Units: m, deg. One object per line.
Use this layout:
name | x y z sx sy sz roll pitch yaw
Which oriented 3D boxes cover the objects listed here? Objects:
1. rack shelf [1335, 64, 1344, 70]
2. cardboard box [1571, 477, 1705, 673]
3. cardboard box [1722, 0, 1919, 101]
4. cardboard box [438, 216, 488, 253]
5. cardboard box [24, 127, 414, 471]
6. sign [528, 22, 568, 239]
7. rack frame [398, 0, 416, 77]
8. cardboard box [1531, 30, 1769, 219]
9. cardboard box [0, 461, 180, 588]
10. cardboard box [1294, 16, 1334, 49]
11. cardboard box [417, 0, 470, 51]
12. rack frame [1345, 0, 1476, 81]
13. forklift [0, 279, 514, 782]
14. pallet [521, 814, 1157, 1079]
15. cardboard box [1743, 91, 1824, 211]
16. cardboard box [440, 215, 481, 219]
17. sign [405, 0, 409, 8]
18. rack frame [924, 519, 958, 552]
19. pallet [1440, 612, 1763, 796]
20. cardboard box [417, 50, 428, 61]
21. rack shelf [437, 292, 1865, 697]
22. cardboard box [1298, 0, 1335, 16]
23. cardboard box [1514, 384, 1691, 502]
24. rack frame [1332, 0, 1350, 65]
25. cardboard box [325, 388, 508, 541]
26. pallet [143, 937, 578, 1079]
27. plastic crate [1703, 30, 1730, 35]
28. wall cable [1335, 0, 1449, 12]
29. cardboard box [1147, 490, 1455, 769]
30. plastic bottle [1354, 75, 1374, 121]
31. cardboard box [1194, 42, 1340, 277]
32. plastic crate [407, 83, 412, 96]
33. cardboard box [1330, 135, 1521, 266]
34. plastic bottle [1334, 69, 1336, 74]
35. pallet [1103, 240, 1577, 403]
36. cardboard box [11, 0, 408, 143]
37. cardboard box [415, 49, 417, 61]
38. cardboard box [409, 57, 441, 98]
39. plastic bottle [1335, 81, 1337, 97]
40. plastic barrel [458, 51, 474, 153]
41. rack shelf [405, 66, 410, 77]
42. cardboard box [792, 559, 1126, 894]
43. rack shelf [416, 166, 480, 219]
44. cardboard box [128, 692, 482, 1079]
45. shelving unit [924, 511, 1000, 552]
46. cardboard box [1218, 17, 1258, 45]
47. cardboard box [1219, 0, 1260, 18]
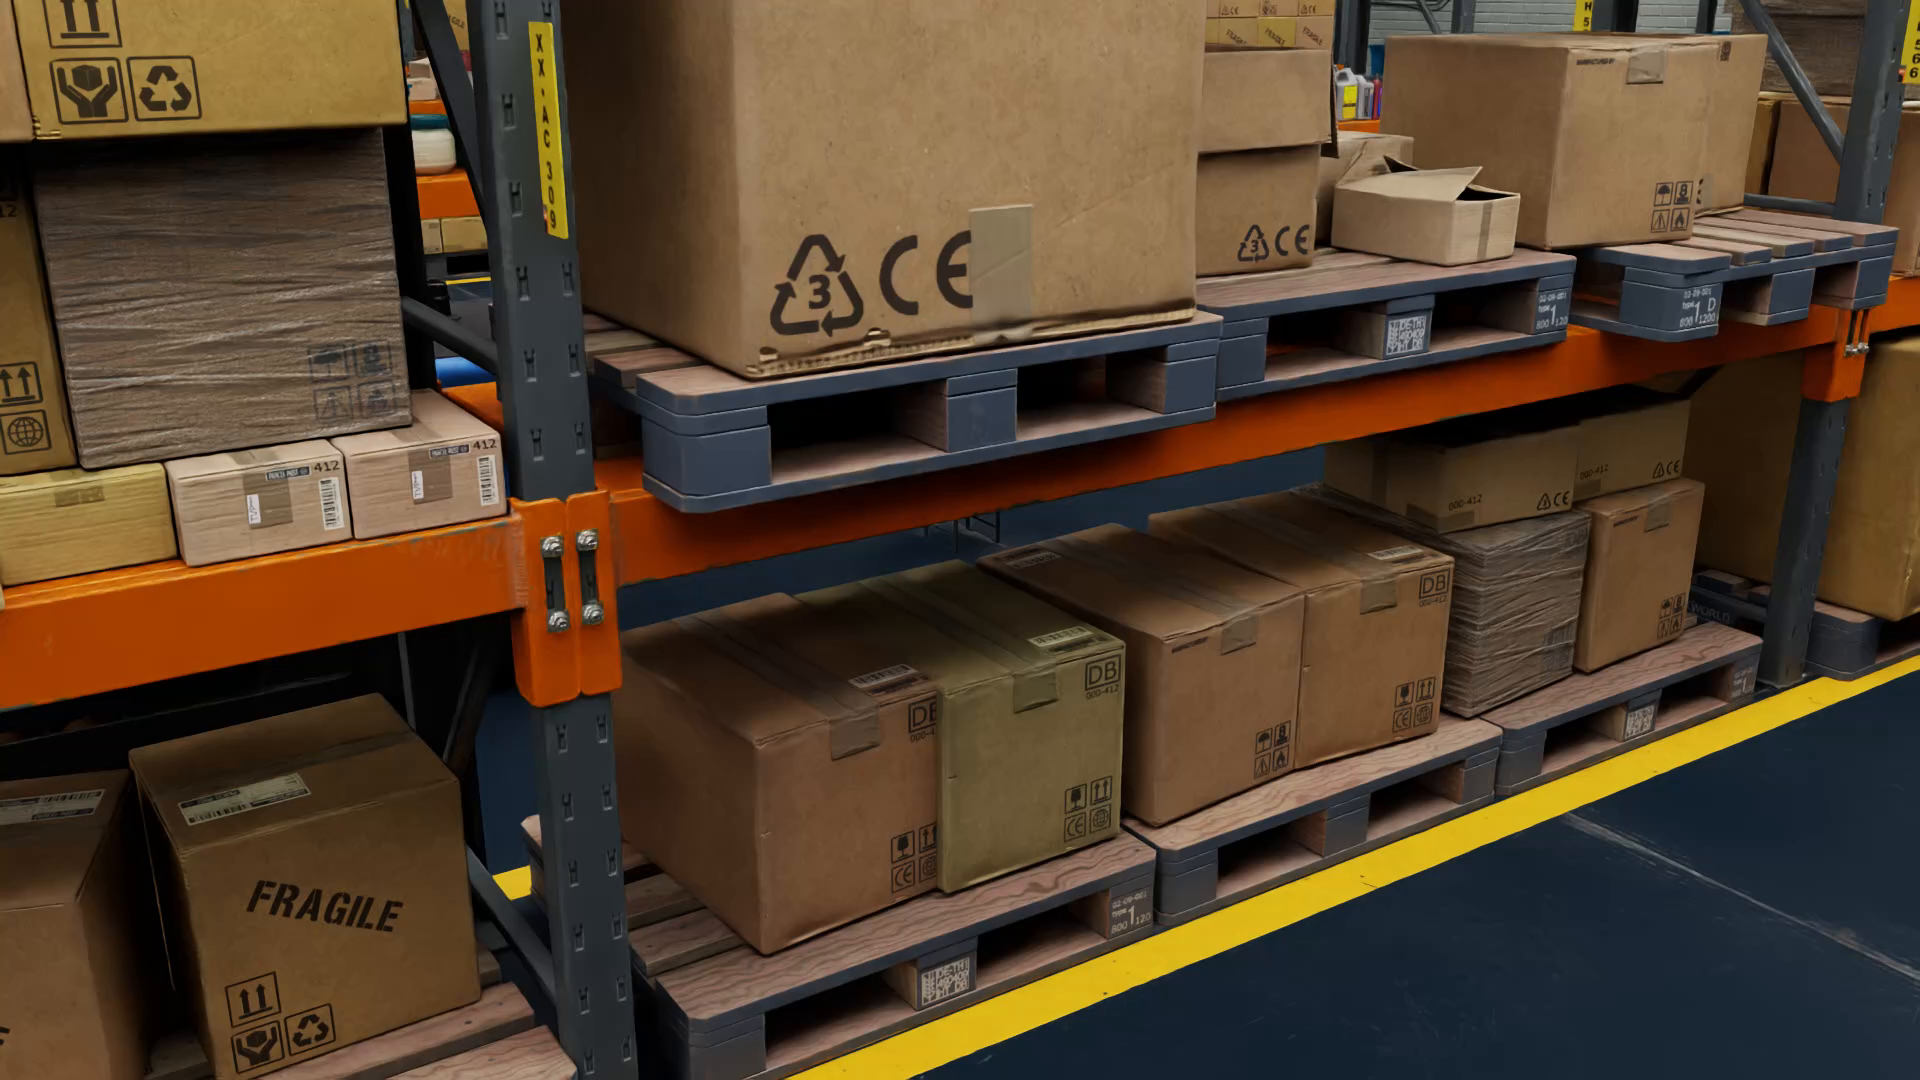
rack shelf | 1.956 -4.445 16.333 4.000 0.370 1.077 -12 22 -31
cardboard box | 1.842 0.021 5.217 0.500 0.500 0.700 -13 23 -34
cardboard box | 3.010 -1.726 5.443 0.637 0.503 0.797 -11 22 -30
cardboard box | -3.789 -2.376 12.726 0.500 0.250 0.500 -12 22 -32
cardboard box | -1.360 -0.500 2.918 0.500 0.500 0.875 -12 22 -31
sign | -0.646 -0.640 2.604 0.005 0.325 0.100 -12 22 -31
rack frame | -5.782 -5.053 17.009 0.127 3.000 1.000 -12 22 -31
cardboard box | 1.961 -1.219 4.855 0.500 0.500 0.500 -15 24 -38
cardboard box | -1.424 -0.069 2.658 0.250 0.149 0.380 -12 22 -31
cardboard box | 3.402 -5.034 16.795 0.500 0.500 0.500 -11 22 -30
cardboard box | -5.236 -5.268 16.992 0.500 0.500 0.500 -11 22 -30
rack frame | 3.007 -3.108 11.254 0.127 3.000 1.000 -12 22 -31
forklift | -2.670 -0.874 4.754 3.031 2.935 1.130 -11 22 -29
pallet | -0.301 0.809 4.021 1.213 0.211 1.003 -12 22 -31
cardboard box | 2.666 -1.279 5.689 0.500 0.500 0.500 -11 22 -30
cardboard box | -3.787 -2.640 12.631 0.500 0.311 0.500 -12 22 -32
sign | -5.476 -5.421 16.411 0.005 0.325 0.100 -12 22 -31
rack frame | -0.078 -0.410 6.552 0.006 0.900 0.240 -12 22 -31
pallet | 1.737 0.380 5.292 1.213 0.211 1.003 -12 22 -31
cardboard box | -5.380 -4.940 17.034 0.250 0.149 0.380 -12 22 -32
rack shelf | 0.720 -0.385 4.325 4.000 0.370 1.077 -12 22 -31
cardboard box | 3.406 -5.507 16.634 0.500 0.500 0.500 -12 22 -32
cardboard box | 1.847 -0.332 5.089 0.500 0.250 0.500 -11 22 -29
rack frame | 3.627 -5.138 17.259 0.127 3.000 1.000 -12 22 -31
cardboard box | -0.968 -0.139 2.863 0.250 0.149 0.380 -12 22 -31
pallet | -1.492 1.075 3.236 1.213 0.211 1.003 -12 22 -31
plastic crate | 6.171 -3.749 13.001 0.499 0.435 0.616 -12 22 -31
wall cable | 5.819 -8.734 23.377 0.112 2.526 3.097 -12 22 -31
cardboard box | 0.916 0.223 4.617 0.500 0.500 0.700 -10 21 -27
plastic bottle | 2.551 -2.829 10.623 0.135 0.276 0.152 -12 22 -31
cardboard box | 0.447 -0.952 4.060 0.637 0.503 0.797 -9 21 -26
plastic crate | -2.924 -1.969 7.910 0.575 0.384 0.392 -12 22 -31
cardboard box | 1.146 -0.848 4.123 0.258 0.266 0.396 -13 22 -33
plastic bottle | 2.340 -2.874 10.638 0.185 0.351 0.144 -12 22 -31
pallet | 0.760 -0.628 4.219 1.213 0.211 1.003 -12 22 -31
cardboard box | -1.175 -0.883 2.492 0.500 0.500 0.500 -12 22 -31
cardboard box | -5.651 -5.070 17.418 0.250 0.149 0.380 -12 22 -31
cardboard box | -3.908 -3.581 12.793 0.500 0.311 0.500 -12 22 -32
plastic bottle | 2.265 -2.803 10.428 0.185 0.351 0.144 -12 22 -31
plastic barrel | -2.142 -2.002 7.772 0.433 0.535 0.433 0 19 0
rack shelf | -7.453 -4.360 16.082 4.000 0.370 1.077 -12 22 -31
cardboard box | -0.017 0.420 4.034 0.500 0.500 0.700 -12 22 -32
rack shelf | -2.004 -1.710 8.243 4.000 0.370 1.077 -12 22 -31
cardboard box | -1.306 0.671 3.324 0.500 0.500 0.500 -13 22 -33
shelving unit | 0.007 -0.428 6.605 0.210 0.900 0.258 -12 22 -31
cardboard box | 2.551 -4.855 16.266 0.500 0.500 0.500 -12 22 -31
cardboard box | 2.554 -5.325 16.096 0.500 0.500 0.500 -11 22 -30
